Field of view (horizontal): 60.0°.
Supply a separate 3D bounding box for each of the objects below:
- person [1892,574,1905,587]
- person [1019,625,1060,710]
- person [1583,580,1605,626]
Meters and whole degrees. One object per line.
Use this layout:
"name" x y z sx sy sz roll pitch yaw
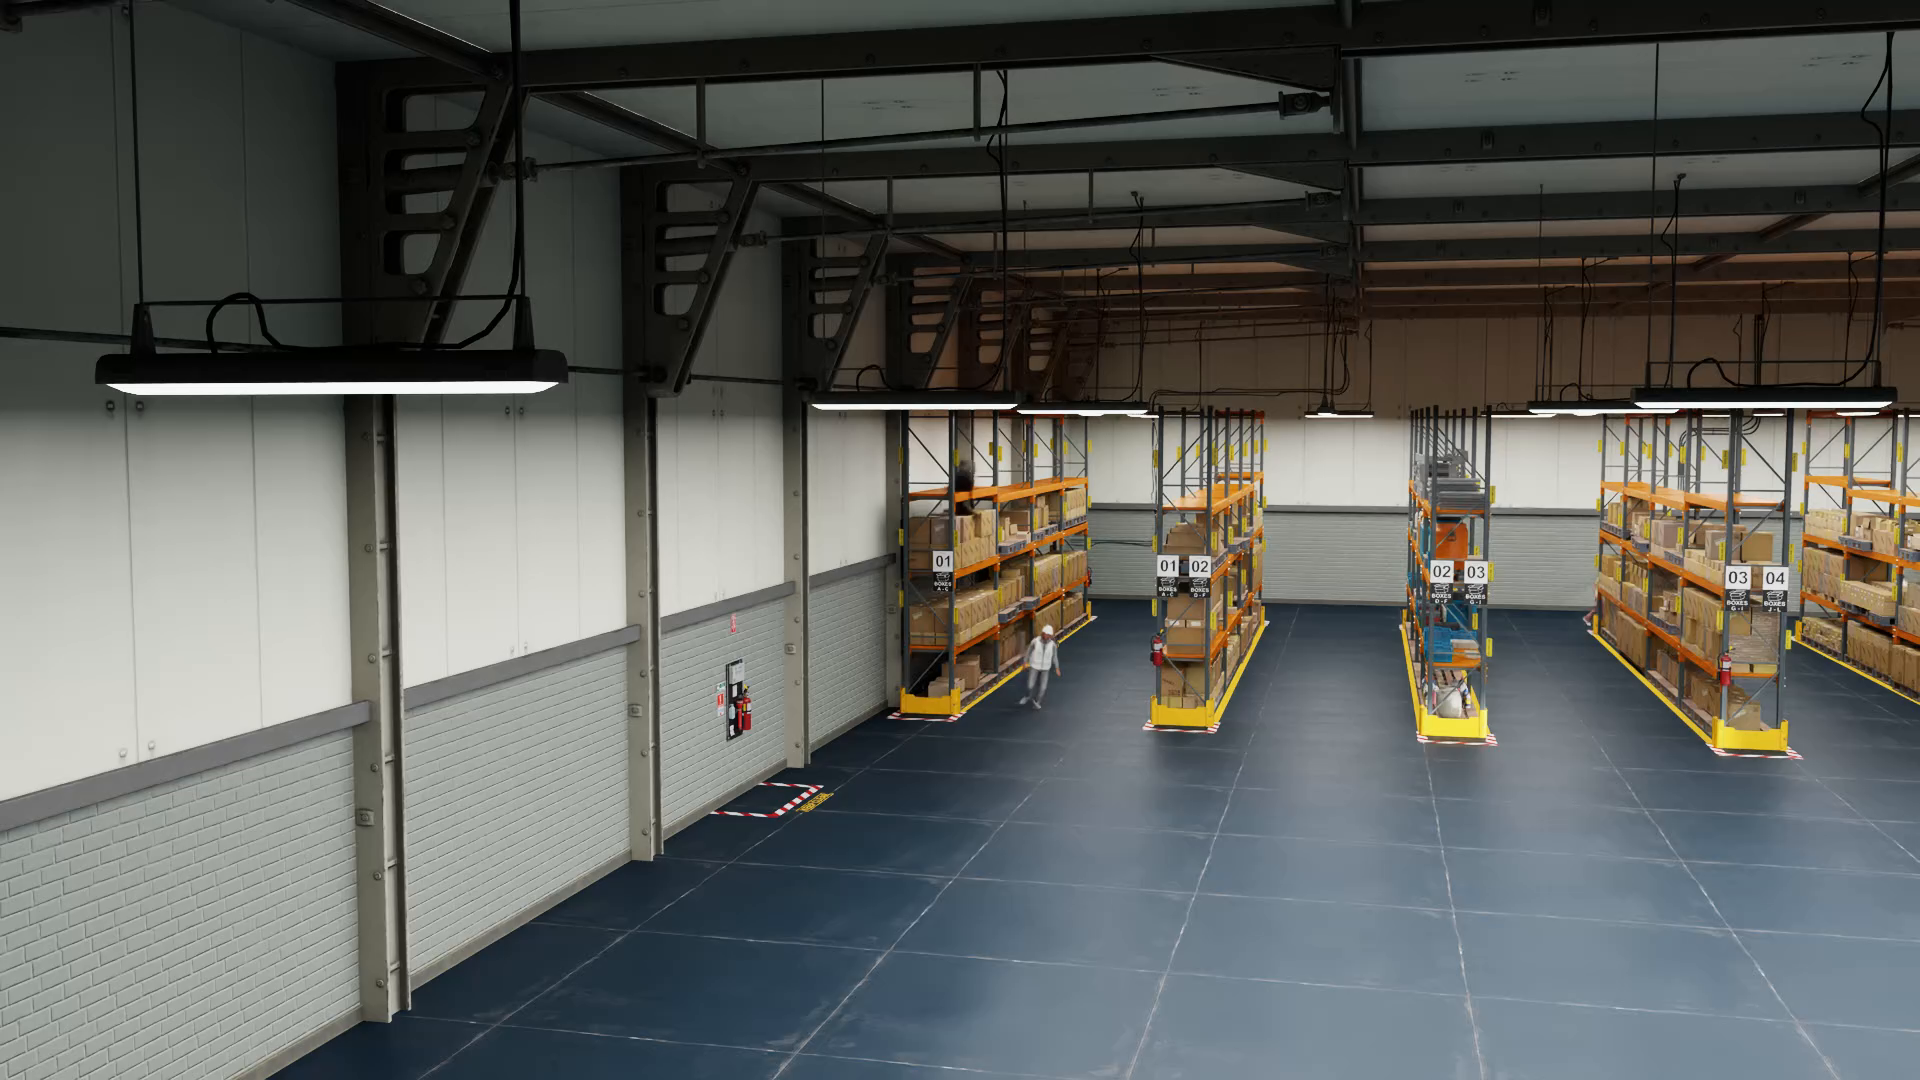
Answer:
"person" 25.296 1.668 44.787 0.901 1.687 0.594 0 4 -1
"person" 1.573 2.505 32.856 0.762 1.696 0.647 -1 4 -8
"person" 17.646 1.607 45.879 0.933 1.633 0.567 4 5 41
